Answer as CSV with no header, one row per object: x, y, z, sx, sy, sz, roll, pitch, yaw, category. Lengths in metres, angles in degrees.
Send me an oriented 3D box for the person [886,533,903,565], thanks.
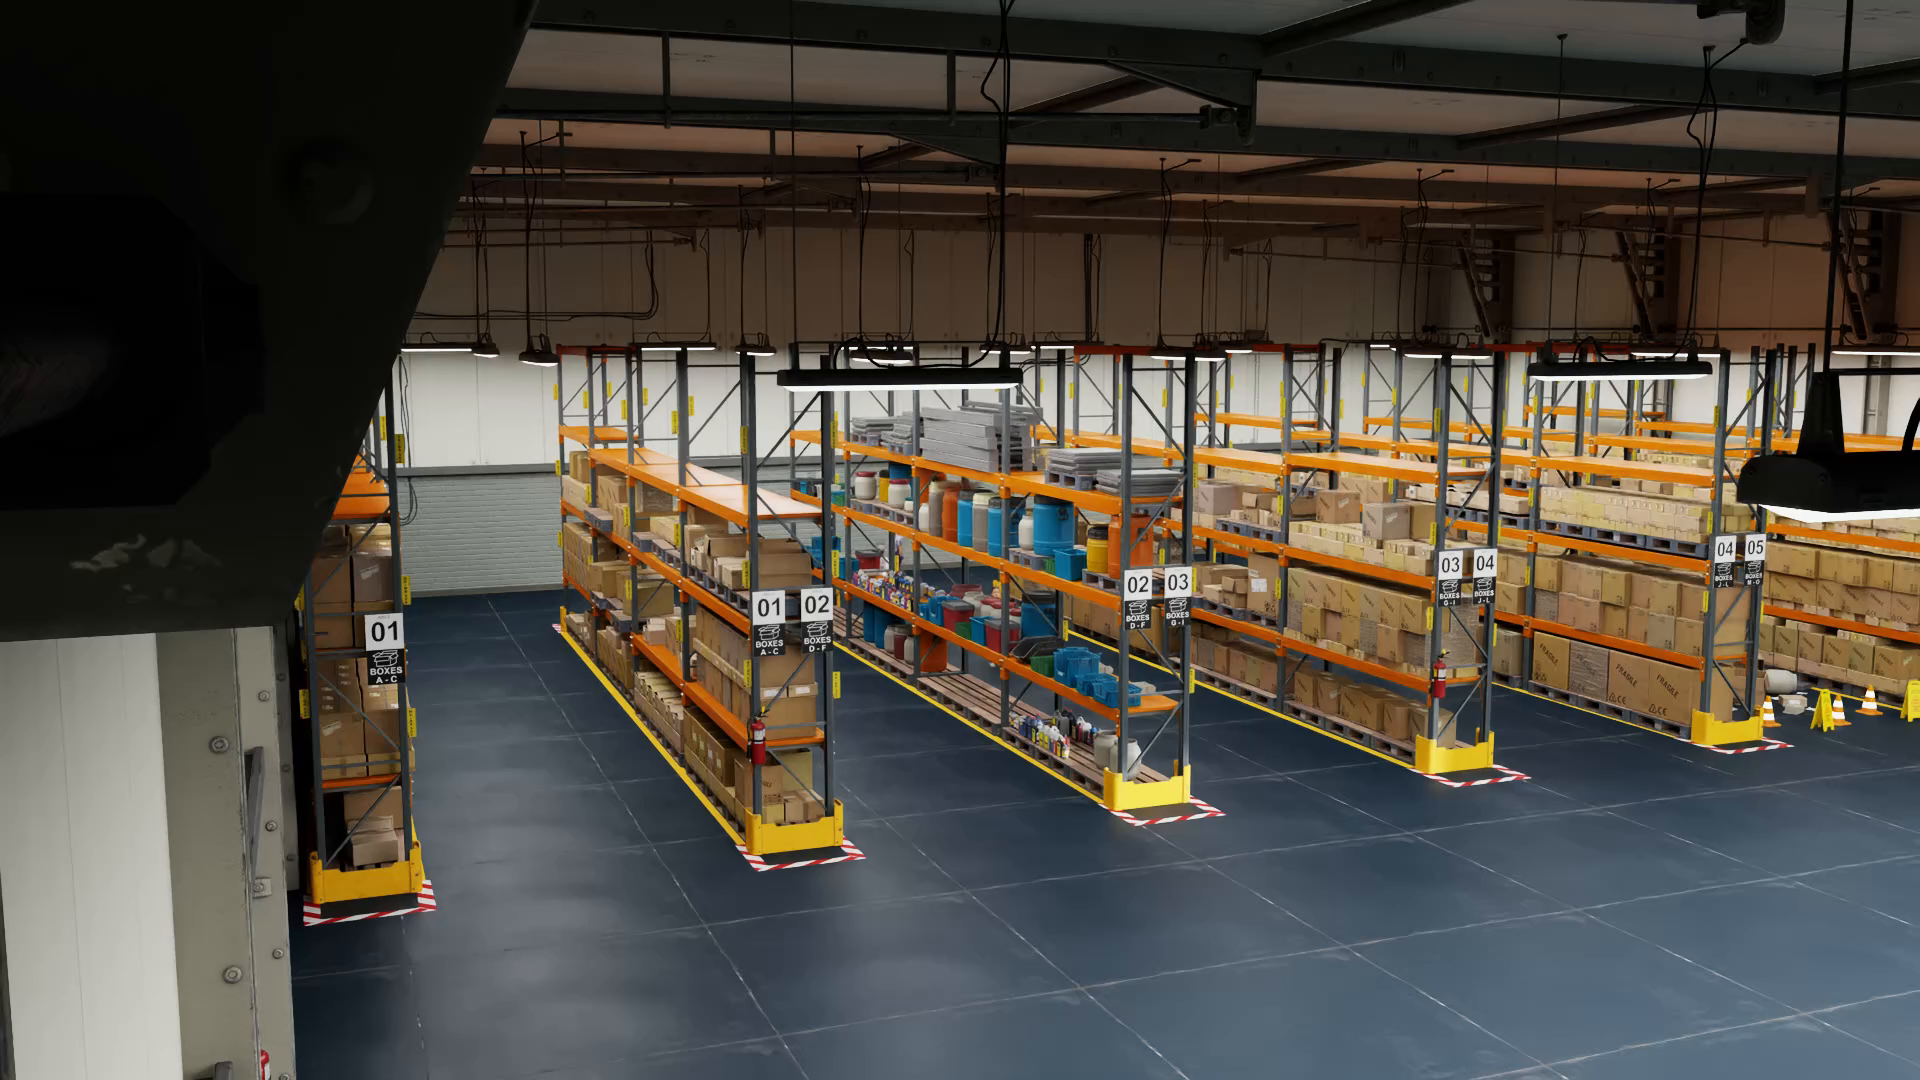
-1.536,0.423,40.018,0.612,1.630,0.475,-3,8,-20,person

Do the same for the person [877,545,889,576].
-1.715,0.935,36.056,0.551,1.663,0.483,3,8,23,person

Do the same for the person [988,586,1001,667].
0.666,1.621,31.017,0.600,1.574,0.702,-2,7,-12,person
